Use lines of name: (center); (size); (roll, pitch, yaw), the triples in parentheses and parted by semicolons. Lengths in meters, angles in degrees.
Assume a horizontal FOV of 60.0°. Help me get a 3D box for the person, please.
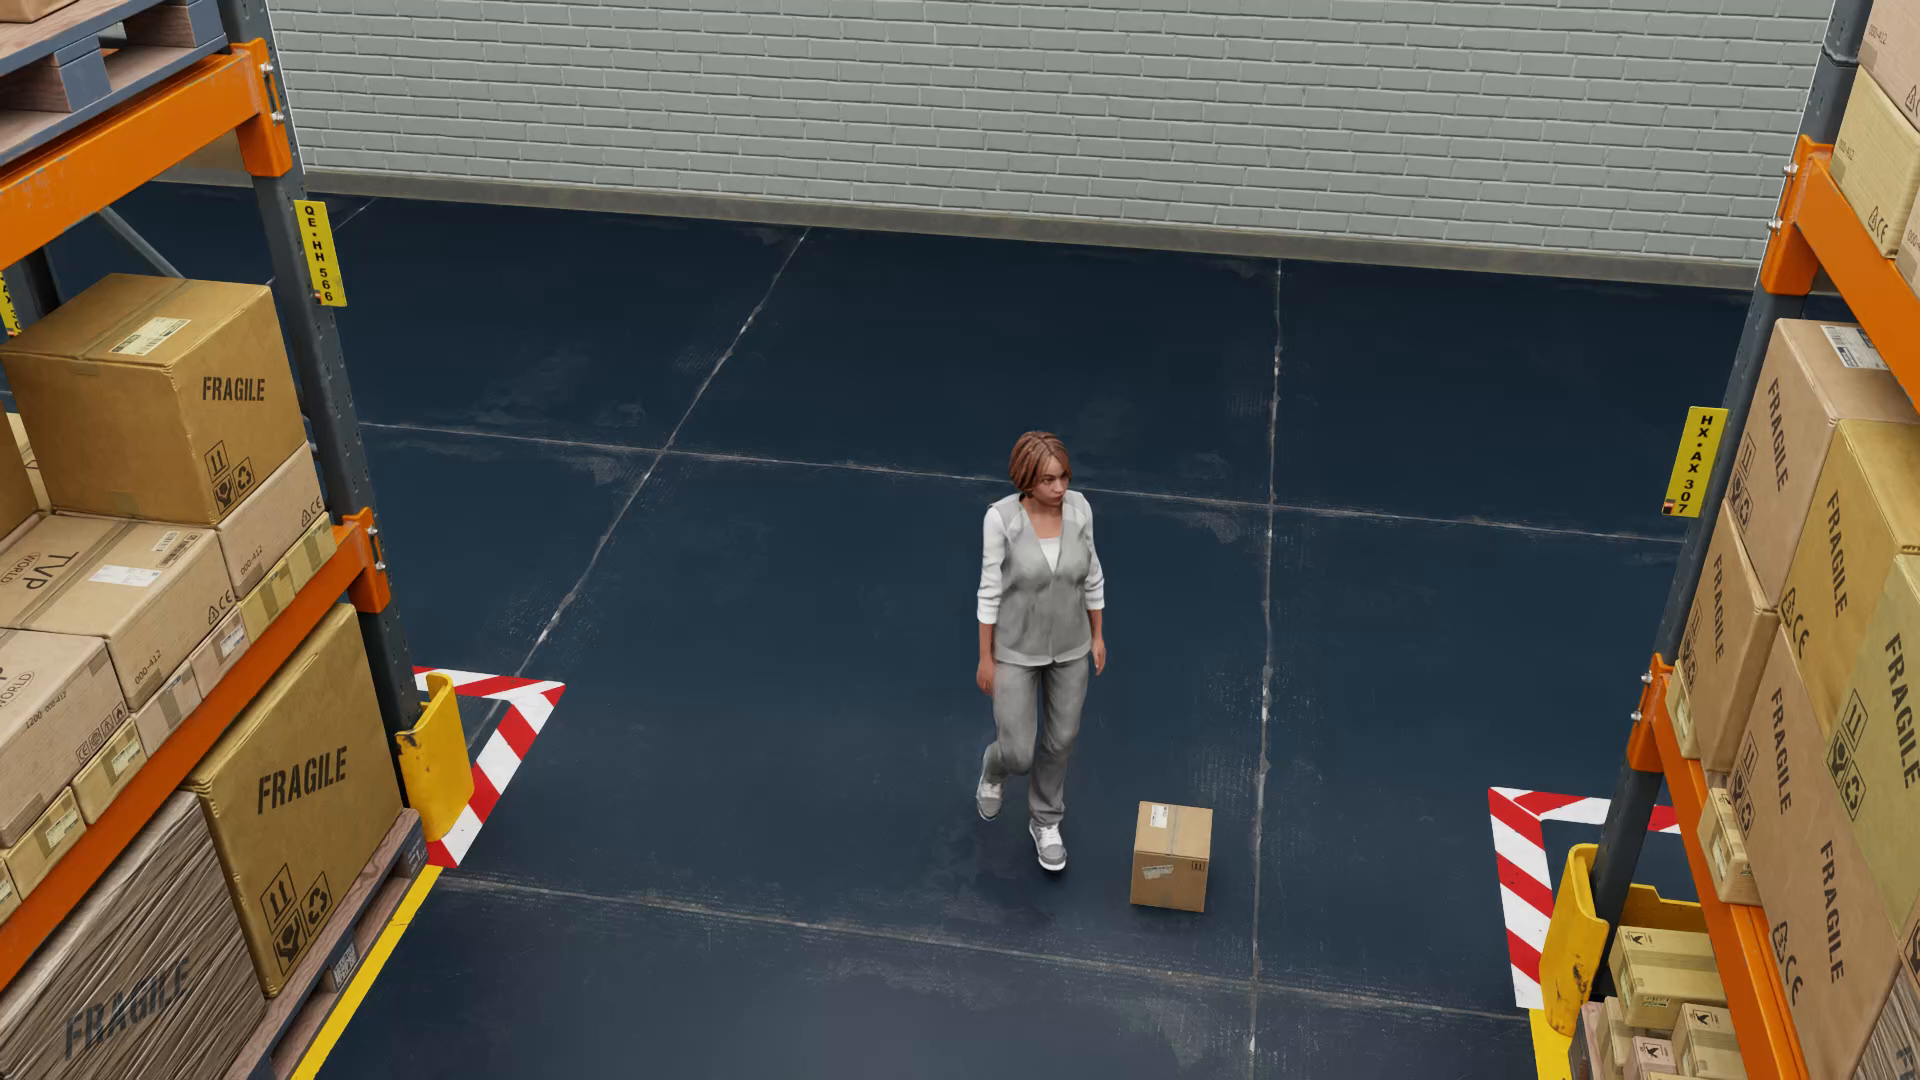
person: (0.280, 0.379, 5.533); (0.462, 1.597, 0.453); (-10, 34, -16)
